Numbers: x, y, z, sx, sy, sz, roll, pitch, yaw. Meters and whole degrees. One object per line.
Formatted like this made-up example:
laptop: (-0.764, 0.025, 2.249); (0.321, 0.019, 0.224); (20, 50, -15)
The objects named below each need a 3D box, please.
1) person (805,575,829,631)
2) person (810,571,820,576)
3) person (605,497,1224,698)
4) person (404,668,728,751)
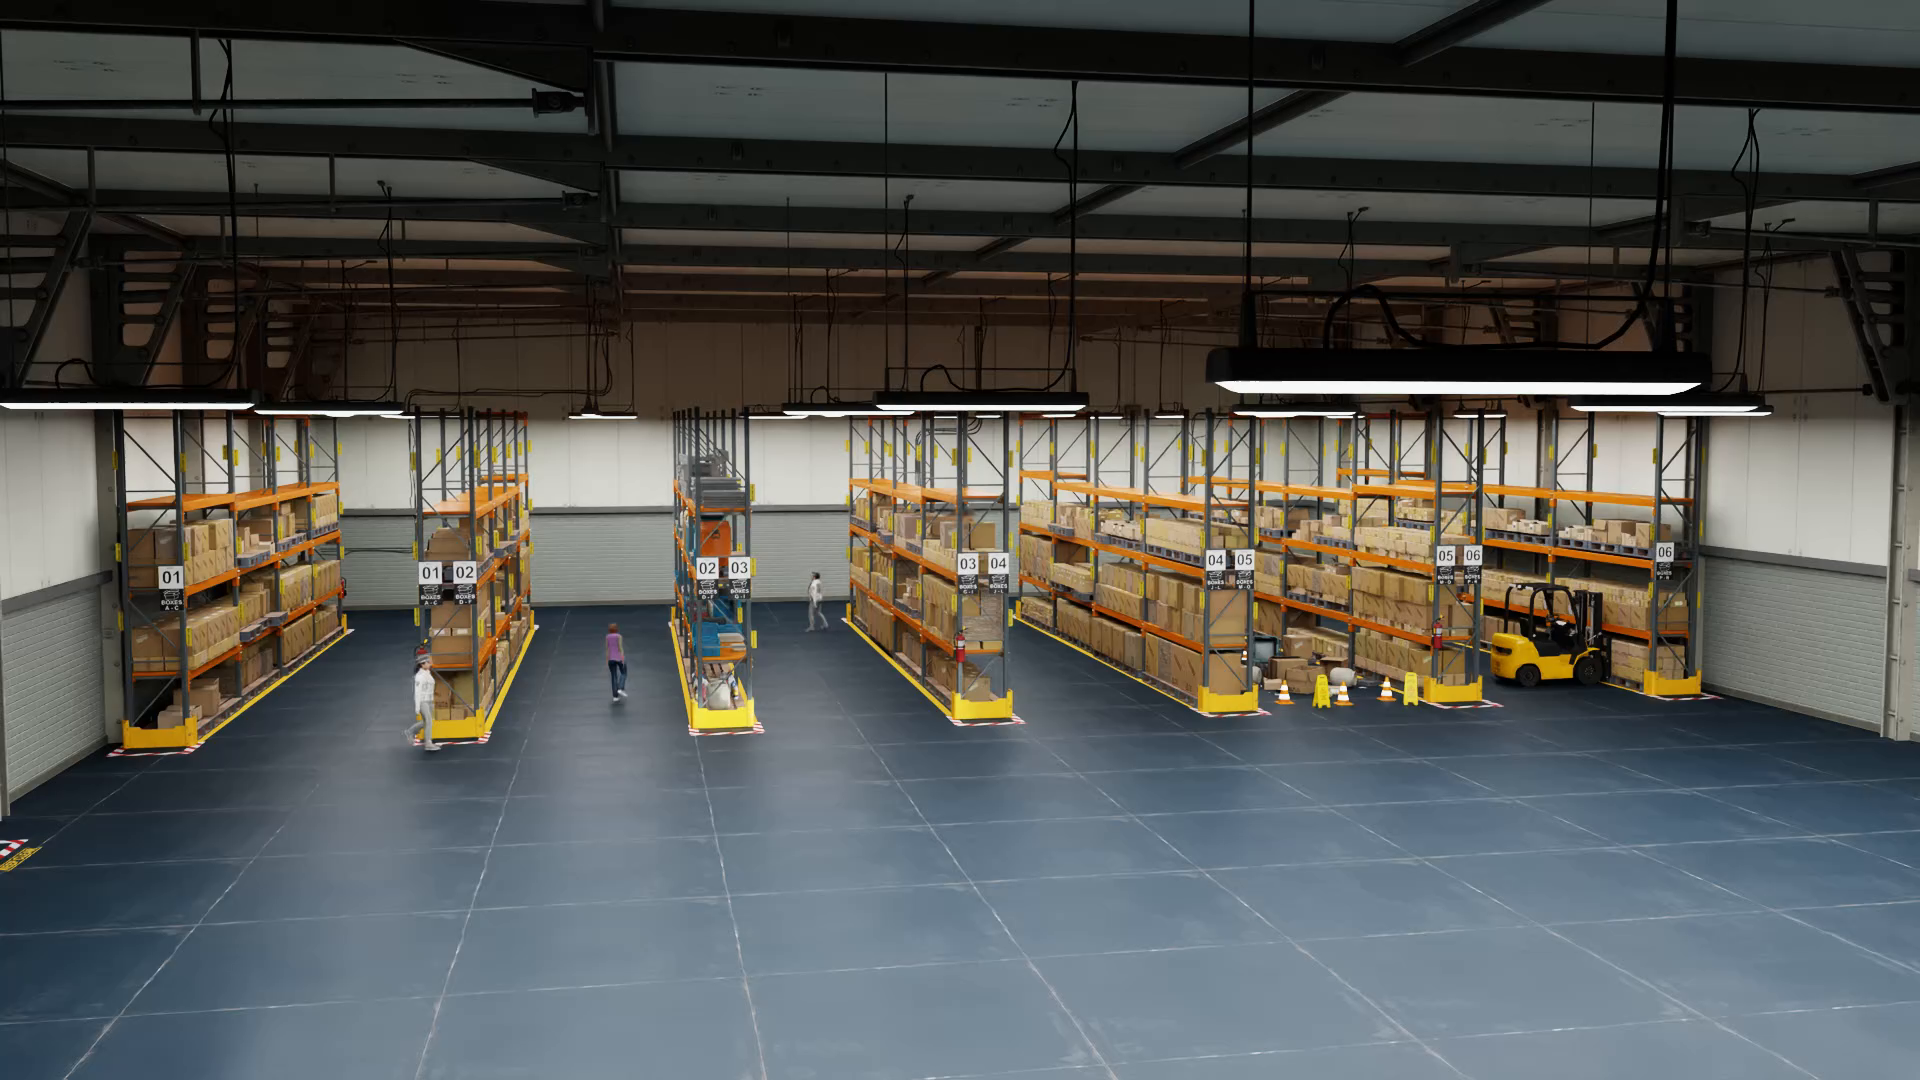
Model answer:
person: (-3.926, 1.687, 45.524); (0.701, 1.656, 0.363); (1, 4, 20)
person: (2.476, 1.561, 47.372); (12.450, 1.697, 6.073); (-4, 5, -41)
person: (0.140, 0.995, 40.921); (15.754, 3.469, 13.125); (0, 4, -4)
person: (-7.110, 2.816, 30.687); (4.608, 1.415, 4.738); (1, 4, 11)
